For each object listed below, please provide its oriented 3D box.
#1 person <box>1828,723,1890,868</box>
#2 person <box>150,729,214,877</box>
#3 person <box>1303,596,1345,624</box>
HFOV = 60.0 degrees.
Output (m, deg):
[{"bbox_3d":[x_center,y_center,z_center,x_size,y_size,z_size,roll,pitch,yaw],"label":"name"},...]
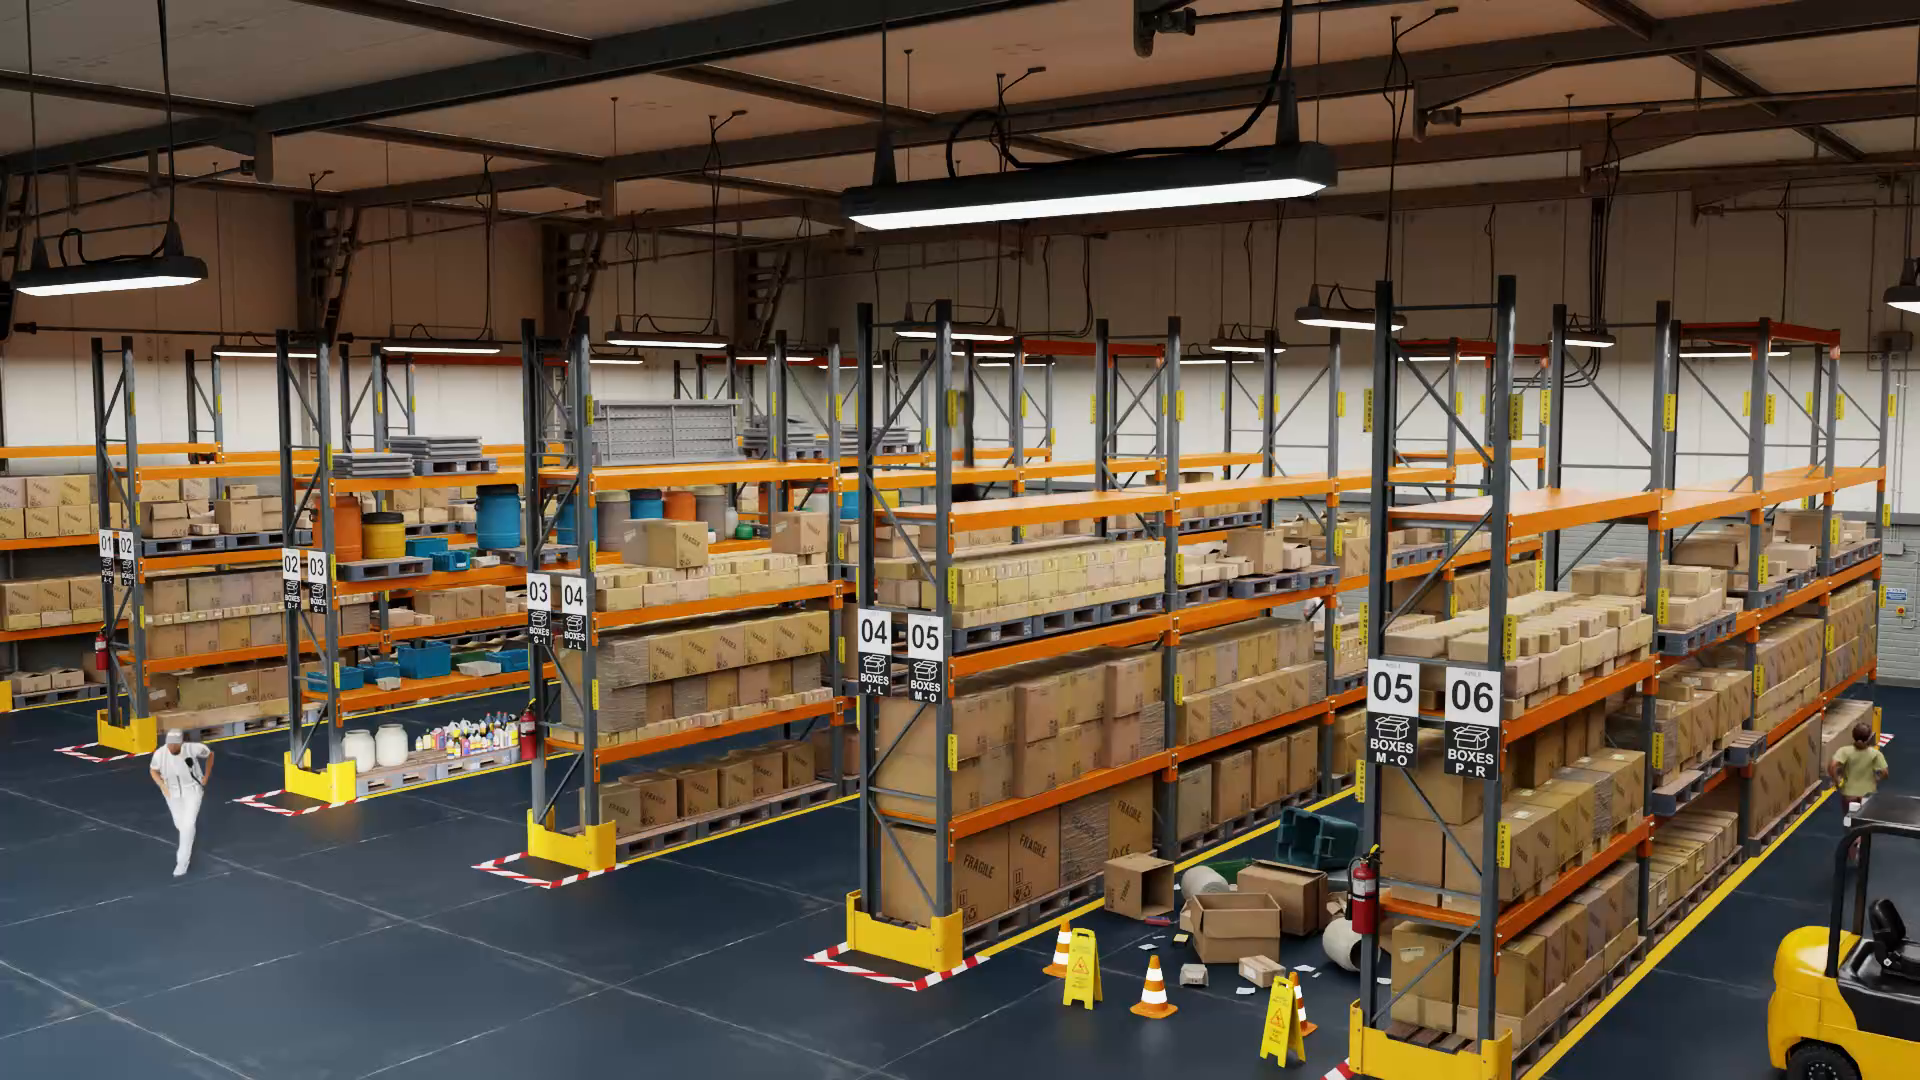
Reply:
[{"bbox_3d":[9.704,2.816,17.952,0.564,1.651,0.795,3,6,30],"label":"person"},{"bbox_3d":[-8.521,2.811,18.278,0.642,1.627,1.030,-2,5,-17],"label":"person"},{"bbox_3d":[6.857,1.640,30.999,0.765,1.781,0.640,-2,5,-23],"label":"person"}]
